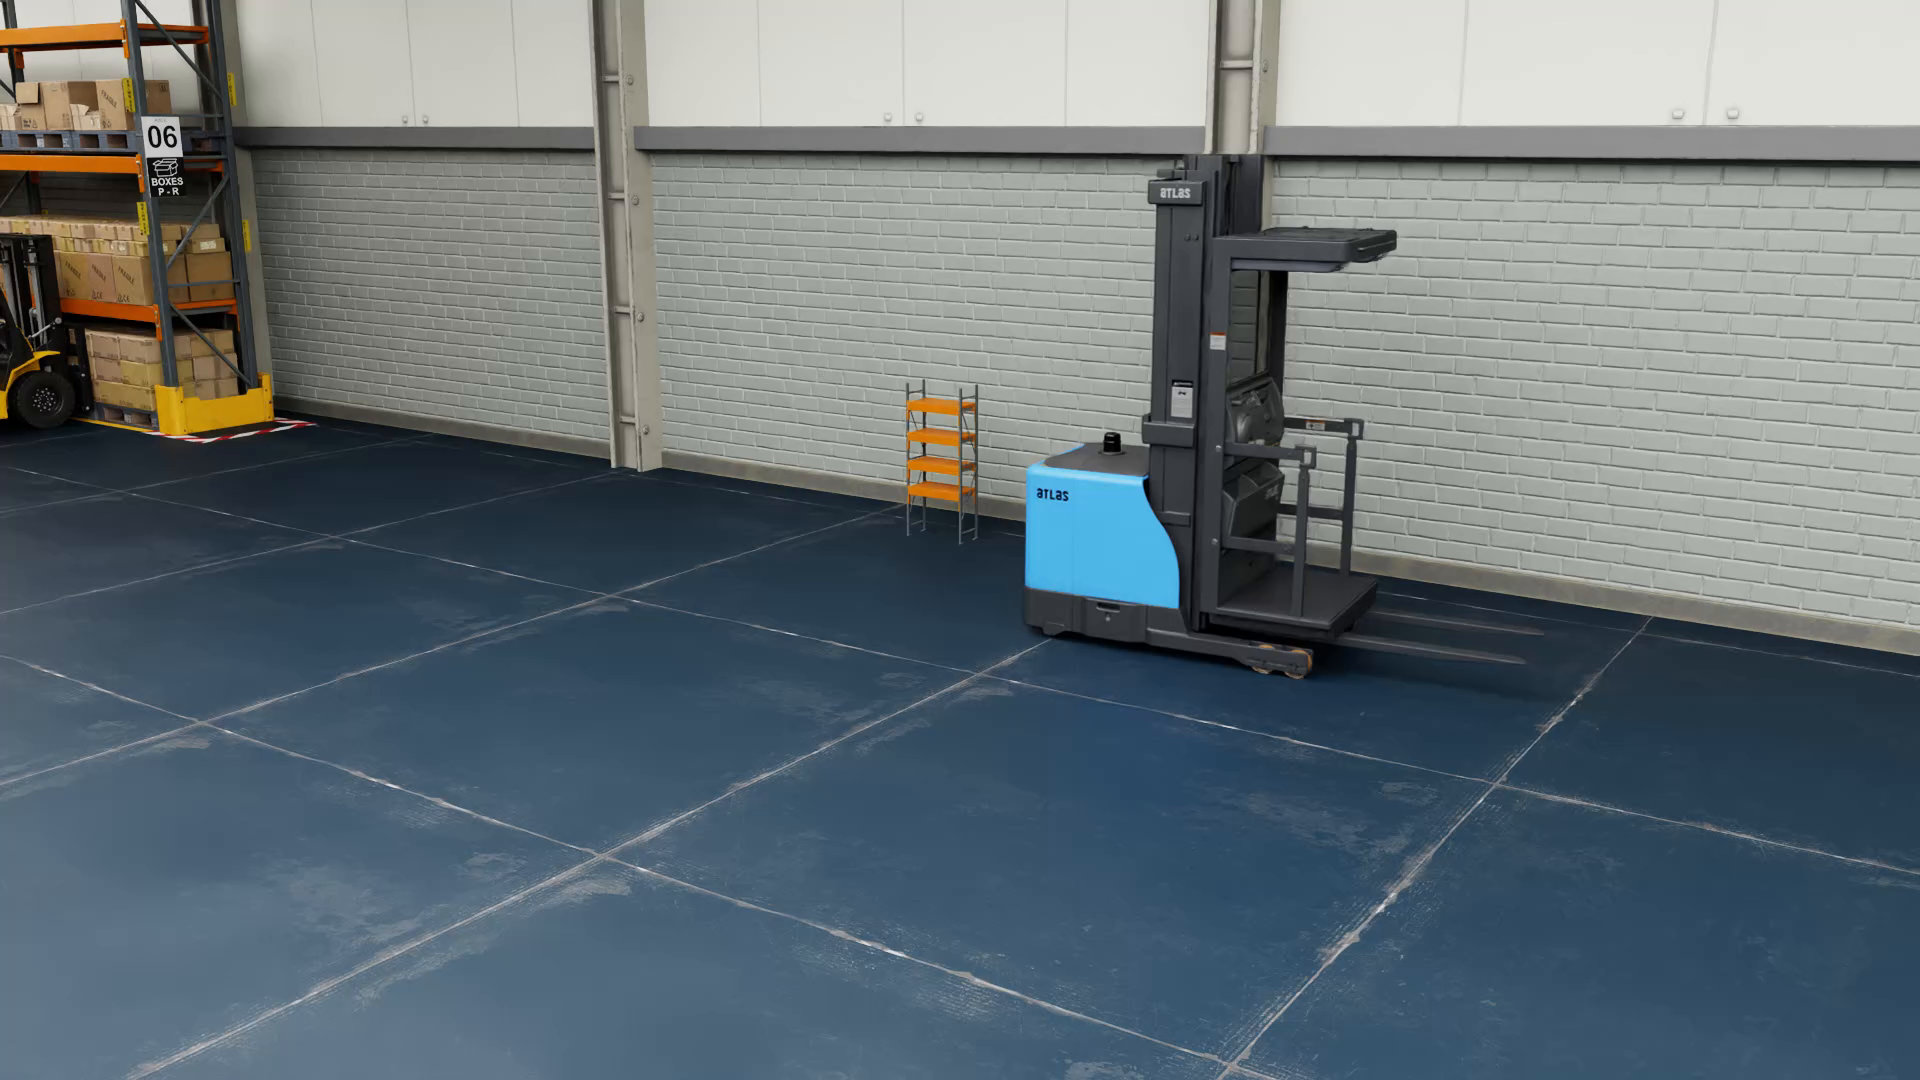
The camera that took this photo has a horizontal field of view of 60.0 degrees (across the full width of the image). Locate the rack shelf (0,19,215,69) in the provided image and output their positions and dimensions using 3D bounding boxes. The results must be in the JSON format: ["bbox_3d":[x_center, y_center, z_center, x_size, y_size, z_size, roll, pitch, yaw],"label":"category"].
[{"bbox_3d":[-9.586,-5.311,17.880,4.000,0.370,1.077,9,17,33],"label":"rack shelf"}]

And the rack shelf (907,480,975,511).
[{"bbox_3d":[-0.137,-0.347,12.833,0.480,0.148,0.258,9,17,33],"label":"rack shelf"}]

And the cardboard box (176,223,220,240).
[{"bbox_3d":[-8.086,-3.269,17.611,0.250,0.149,0.380,9,16,32],"label":"cardboard box"}]

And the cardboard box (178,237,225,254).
[{"bbox_3d":[-8.063,-3.135,17.685,0.250,0.149,0.380,9,16,31],"label":"cardboard box"}]

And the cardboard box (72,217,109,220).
[{"bbox_3d":[-9.767,-3.557,18.774,0.250,0.149,0.380,9,16,32],"label":"cardboard box"}]

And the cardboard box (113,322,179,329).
[{"bbox_3d":[-9.045,-2.266,18.502,0.500,0.250,0.500,9,17,32],"label":"cardboard box"}]

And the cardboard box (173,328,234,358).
[{"bbox_3d":[-8.220,-2.131,17.955,0.500,0.250,0.500,9,16,32],"label":"cardboard box"}]

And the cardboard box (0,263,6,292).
[{"bbox_3d":[-10.582,-3.081,18.818,0.500,0.500,0.500,10,17,34],"label":"cardboard box"}]

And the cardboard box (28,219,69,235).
[{"bbox_3d":[-10.033,-3.459,18.378,0.250,0.149,0.380,9,17,33],"label":"cardboard box"}]

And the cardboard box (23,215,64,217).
[{"bbox_3d":[-10.627,-3.694,19.325,0.250,0.149,0.380,9,16,31],"label":"cardboard box"}]

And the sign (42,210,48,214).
[{"bbox_3d":[-10.937,-3.780,19.884,0.005,0.325,0.100,9,17,33],"label":"sign"}]

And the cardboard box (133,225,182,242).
[{"bbox_3d":[-8.341,-3.188,17.281,0.250,0.149,0.380,9,17,33],"label":"cardboard box"}]

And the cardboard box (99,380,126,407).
[{"bbox_3d":[-8.900,-1.612,17.940,0.500,0.250,0.500,9,17,33],"label":"cardboard box"}]

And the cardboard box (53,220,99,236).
[{"bbox_3d":[-9.617,-3.392,18.107,0.250,0.149,0.380,9,17,34],"label":"cardboard box"}]

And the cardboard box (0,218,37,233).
[{"bbox_3d":[-10.506,-3.512,18.590,0.250,0.149,0.380,10,17,34],"label":"cardboard box"}]

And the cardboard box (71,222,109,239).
[{"bbox_3d":[-9.239,-3.305,17.756,0.250,0.149,0.380,10,17,34],"label":"cardboard box"}]

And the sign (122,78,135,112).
[{"bbox_3d":[-8.241,-4.415,16.496,0.005,0.325,0.100,9,17,33],"label":"sign"}]

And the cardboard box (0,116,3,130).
[{"bbox_3d":[-10.405,-4.573,18.253,0.250,0.149,0.380,10,17,34],"label":"cardboard box"}]

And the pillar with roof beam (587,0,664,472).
[{"bbox_3d":[-5.425,-4.196,11.047,0.400,9.000,9.100,9,17,33],"label":"pillar with roof beam"}]

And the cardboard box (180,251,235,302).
[{"bbox_3d":[-8.182,-2.844,17.863,0.500,0.500,0.500,10,17,35],"label":"cardboard box"}]

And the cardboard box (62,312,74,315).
[{"bbox_3d":[-10.729,-2.537,19.598,0.500,0.250,0.500,10,17,34],"label":"cardboard box"}]

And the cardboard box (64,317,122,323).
[{"bbox_3d":[-9.888,-2.402,19.051,0.500,0.250,0.500,9,17,33],"label":"cardboard box"}]

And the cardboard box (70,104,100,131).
[{"bbox_3d":[-8.994,-4.402,17.317,0.258,0.266,0.396,9,17,33],"label":"cardboard box"}]

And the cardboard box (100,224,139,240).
[{"bbox_3d":[-8.795,-3.244,17.510,0.250,0.149,0.380,10,17,34],"label":"cardboard box"}]

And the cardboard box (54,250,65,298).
[{"bbox_3d":[-9.755,-2.941,18.255,0.500,0.500,0.500,9,17,33],"label":"cardboard box"}]

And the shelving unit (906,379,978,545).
[{"bbox_3d":[-0.137,-0.605,12.769,0.503,1.200,0.258,9,17,33],"label":"shelving unit"}]

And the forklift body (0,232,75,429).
[{"bbox_3d":[-10.518,-2.152,17.042,1.214,2.155,2.313,9,17,33],"label":"forklift body"}]

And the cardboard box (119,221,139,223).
[{"bbox_3d":[-8.941,-3.410,18.180,0.250,0.149,0.380,10,17,35],"label":"cardboard box"}]

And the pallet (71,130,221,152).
[{"bbox_3d":[-8.499,-4.187,17.437,1.213,0.211,1.003,9,17,33],"label":"pallet"}]

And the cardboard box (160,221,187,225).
[{"bbox_3d":[-8.511,-3.344,17.911,0.250,0.149,0.380,10,17,34],"label":"cardboard box"}]

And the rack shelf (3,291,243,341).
[{"bbox_3d":[-9.586,-2.593,18.552,4.000,0.370,1.077,9,17,33],"label":"rack shelf"}]

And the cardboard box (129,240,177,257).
[{"bbox_3d":[-8.370,-3.028,17.255,0.250,0.149,0.380,9,17,34],"label":"cardboard box"}]

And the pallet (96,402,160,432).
[{"bbox_3d":[-8.584,-1.415,18.098,1.213,0.211,1.003,9,17,33],"label":"pallet"}]

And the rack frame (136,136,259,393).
[{"bbox_3d":[-7.926,-2.674,17.382,0.127,3.000,1.000,9,17,33],"label":"rack frame"}]

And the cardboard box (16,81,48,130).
[{"bbox_3d":[-9.688,-4.687,17.974,0.637,0.503,0.797,10,17,35],"label":"cardboard box"}]

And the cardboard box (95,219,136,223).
[{"bbox_3d":[-9.353,-3.482,18.472,0.250,0.149,0.380,9,17,33],"label":"cardboard box"}]

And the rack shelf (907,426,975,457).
[{"bbox_3d":[-0.137,-0.756,12.731,0.480,0.148,0.258,9,17,33],"label":"rack shelf"}]

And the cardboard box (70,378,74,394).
[{"bbox_3d":[-9.754,-1.746,18.481,0.500,0.250,0.500,10,17,35],"label":"cardboard box"}]

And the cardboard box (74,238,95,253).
[{"bbox_3d":[-9.227,-3.165,17.809,0.250,0.149,0.380,9,16,31],"label":"cardboard box"}]

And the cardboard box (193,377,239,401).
[{"bbox_3d":[-8.225,-1.648,18.086,0.500,0.250,0.500,9,17,33],"label":"cardboard box"}]

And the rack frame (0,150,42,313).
[{"bbox_3d":[-11.245,-3.210,19.549,0.127,3.000,1.000,9,17,33],"label":"rack frame"}]

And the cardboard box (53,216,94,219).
[{"bbox_3d":[-10.157,-3.640,19.107,0.250,0.149,0.380,9,16,32],"label":"cardboard box"}]

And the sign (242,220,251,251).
[{"bbox_3d":[-7.612,-3.242,17.713,0.005,0.325,0.100,9,17,33],"label":"sign"}]

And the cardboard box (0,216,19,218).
[{"bbox_3d":[-10.869,-3.603,18.957,0.250,0.149,0.380,9,17,34],"label":"cardboard box"}]

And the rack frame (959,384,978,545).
[{"bbox_3d":[0.065,-0.572,12.636,0.015,1.200,0.240,9,17,33],"label":"rack frame"}]

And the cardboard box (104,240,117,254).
[{"bbox_3d":[-8.780,-3.103,17.559,0.250,0.149,0.380,10,17,34],"label":"cardboard box"}]

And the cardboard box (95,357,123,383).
[{"bbox_3d":[-8.915,-1.858,17.895,0.500,0.250,0.500,9,17,32],"label":"cardboard box"}]

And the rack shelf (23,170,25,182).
[{"bbox_3d":[-12.905,-4.585,20.359,4.000,0.370,1.077,9,17,33],"label":"rack shelf"}]

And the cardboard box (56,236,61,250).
[{"bbox_3d":[-9.605,-3.247,18.138,0.250,0.149,0.380,9,17,32],"label":"cardboard box"}]

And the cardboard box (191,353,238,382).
[{"bbox_3d":[-8.201,-1.890,18.024,0.500,0.250,0.500,10,17,34],"label":"cardboard box"}]

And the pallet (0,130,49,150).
[{"bbox_3d":[-10.523,-4.514,18.758,1.213,0.211,1.003,9,17,33],"label":"pallet"}]

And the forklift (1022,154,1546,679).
[{"bbox_3d":[1.936,-0.769,9.830,3.031,2.935,1.130,7,16,27],"label":"forklift"}]

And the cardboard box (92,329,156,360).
[{"bbox_3d":[-8.910,-2.095,17.812,0.500,0.250,0.500,10,17,34],"label":"cardboard box"}]

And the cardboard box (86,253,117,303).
[{"bbox_3d":[-8.907,-2.808,17.714,0.500,0.500,0.500,10,17,35],"label":"cardboard box"}]

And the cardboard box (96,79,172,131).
[{"bbox_3d":[-8.430,-4.442,16.991,0.500,0.500,0.500,10,17,35],"label":"cardboard box"}]

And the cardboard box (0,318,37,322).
[{"bbox_3d":[-10.601,-2.367,18.909,0.500,0.250,0.500,9,17,33],"label":"cardboard box"}]

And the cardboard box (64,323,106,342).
[{"bbox_3d":[-9.750,-2.230,18.358,0.500,0.250,0.500,9,16,32],"label":"cardboard box"}]
